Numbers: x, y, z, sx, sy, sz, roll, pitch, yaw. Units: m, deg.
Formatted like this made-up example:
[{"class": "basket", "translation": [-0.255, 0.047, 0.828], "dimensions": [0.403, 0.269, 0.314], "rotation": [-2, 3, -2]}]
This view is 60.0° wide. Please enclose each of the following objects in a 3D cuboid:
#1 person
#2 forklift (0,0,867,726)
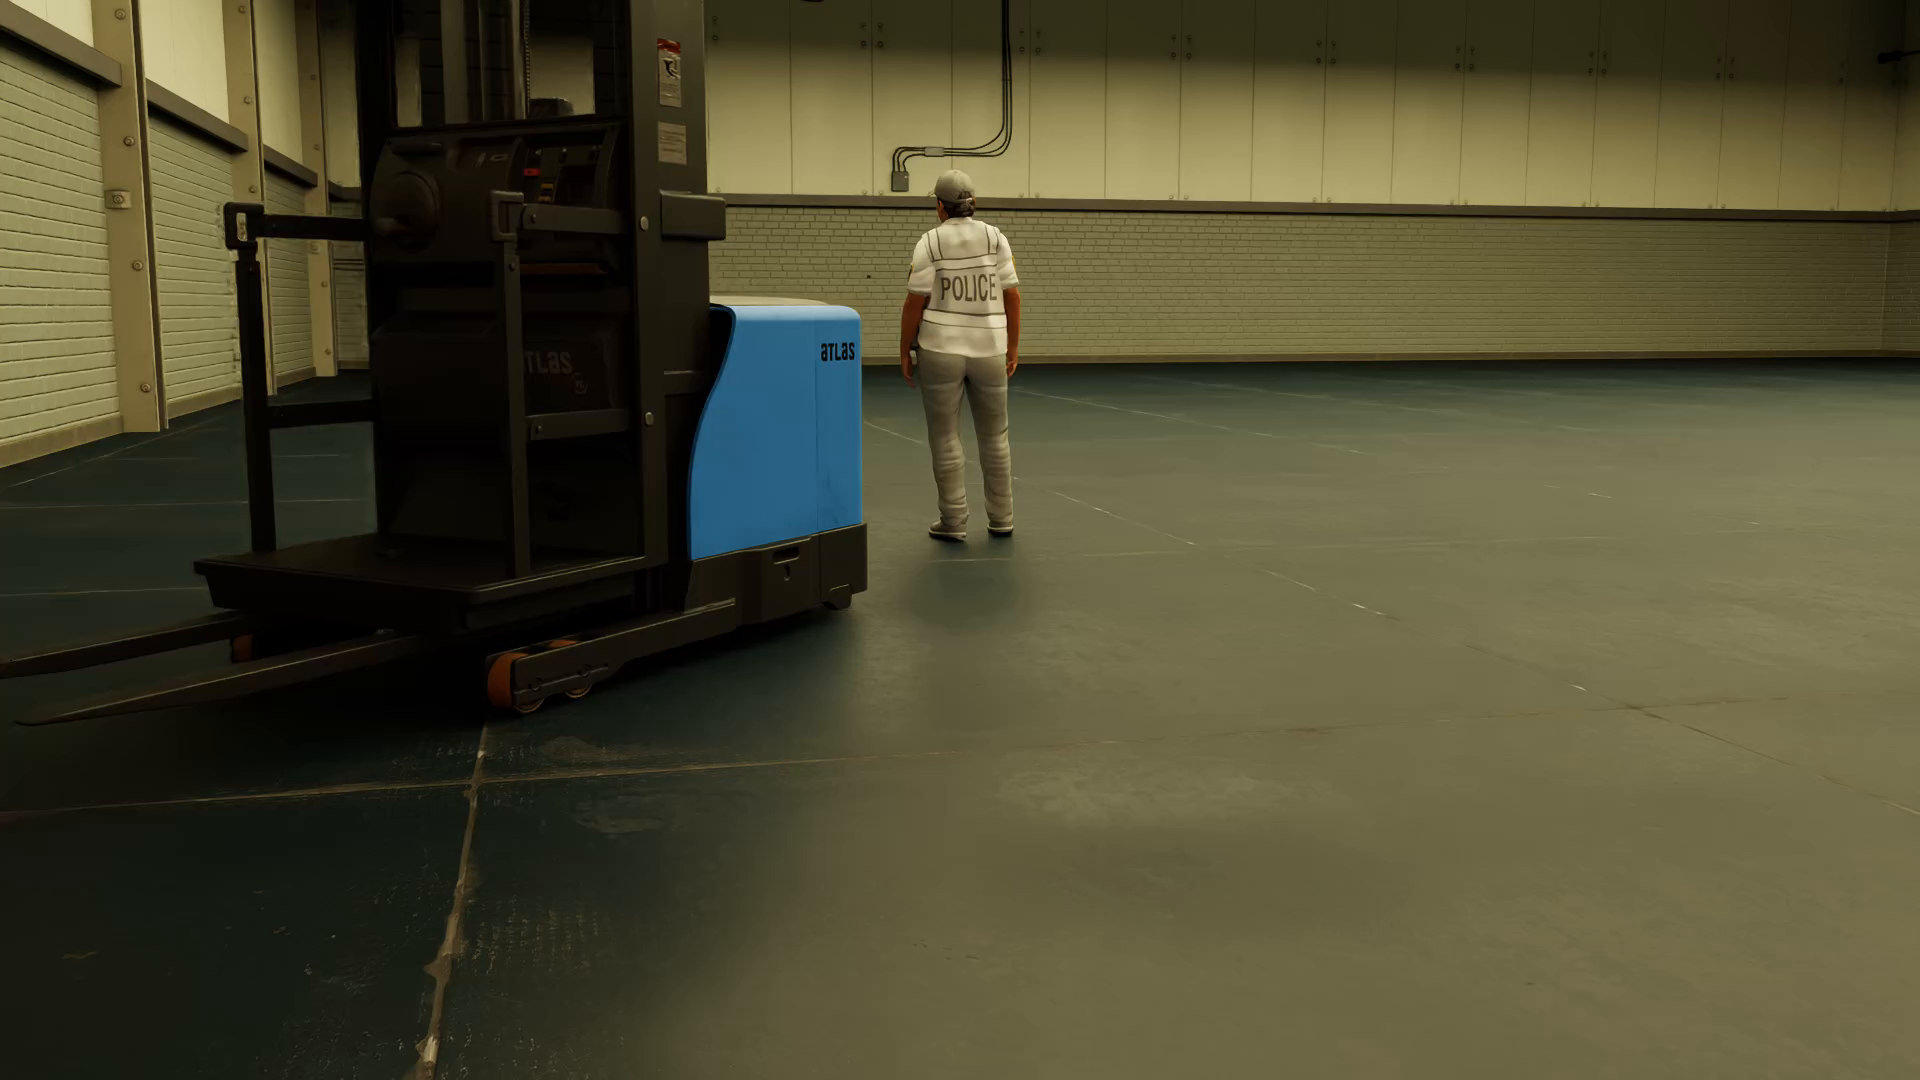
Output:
[{"class": "person", "translation": [0.004, -0.845, 7.669], "dimensions": [0.598, 1.670, 0.529], "rotation": [-2, 8, -13]}, {"class": "forklift", "translation": [-1.478, -1.061, 4.715], "dimensions": [1.130, 2.935, 3.031], "rotation": [4, 9, 28]}]
